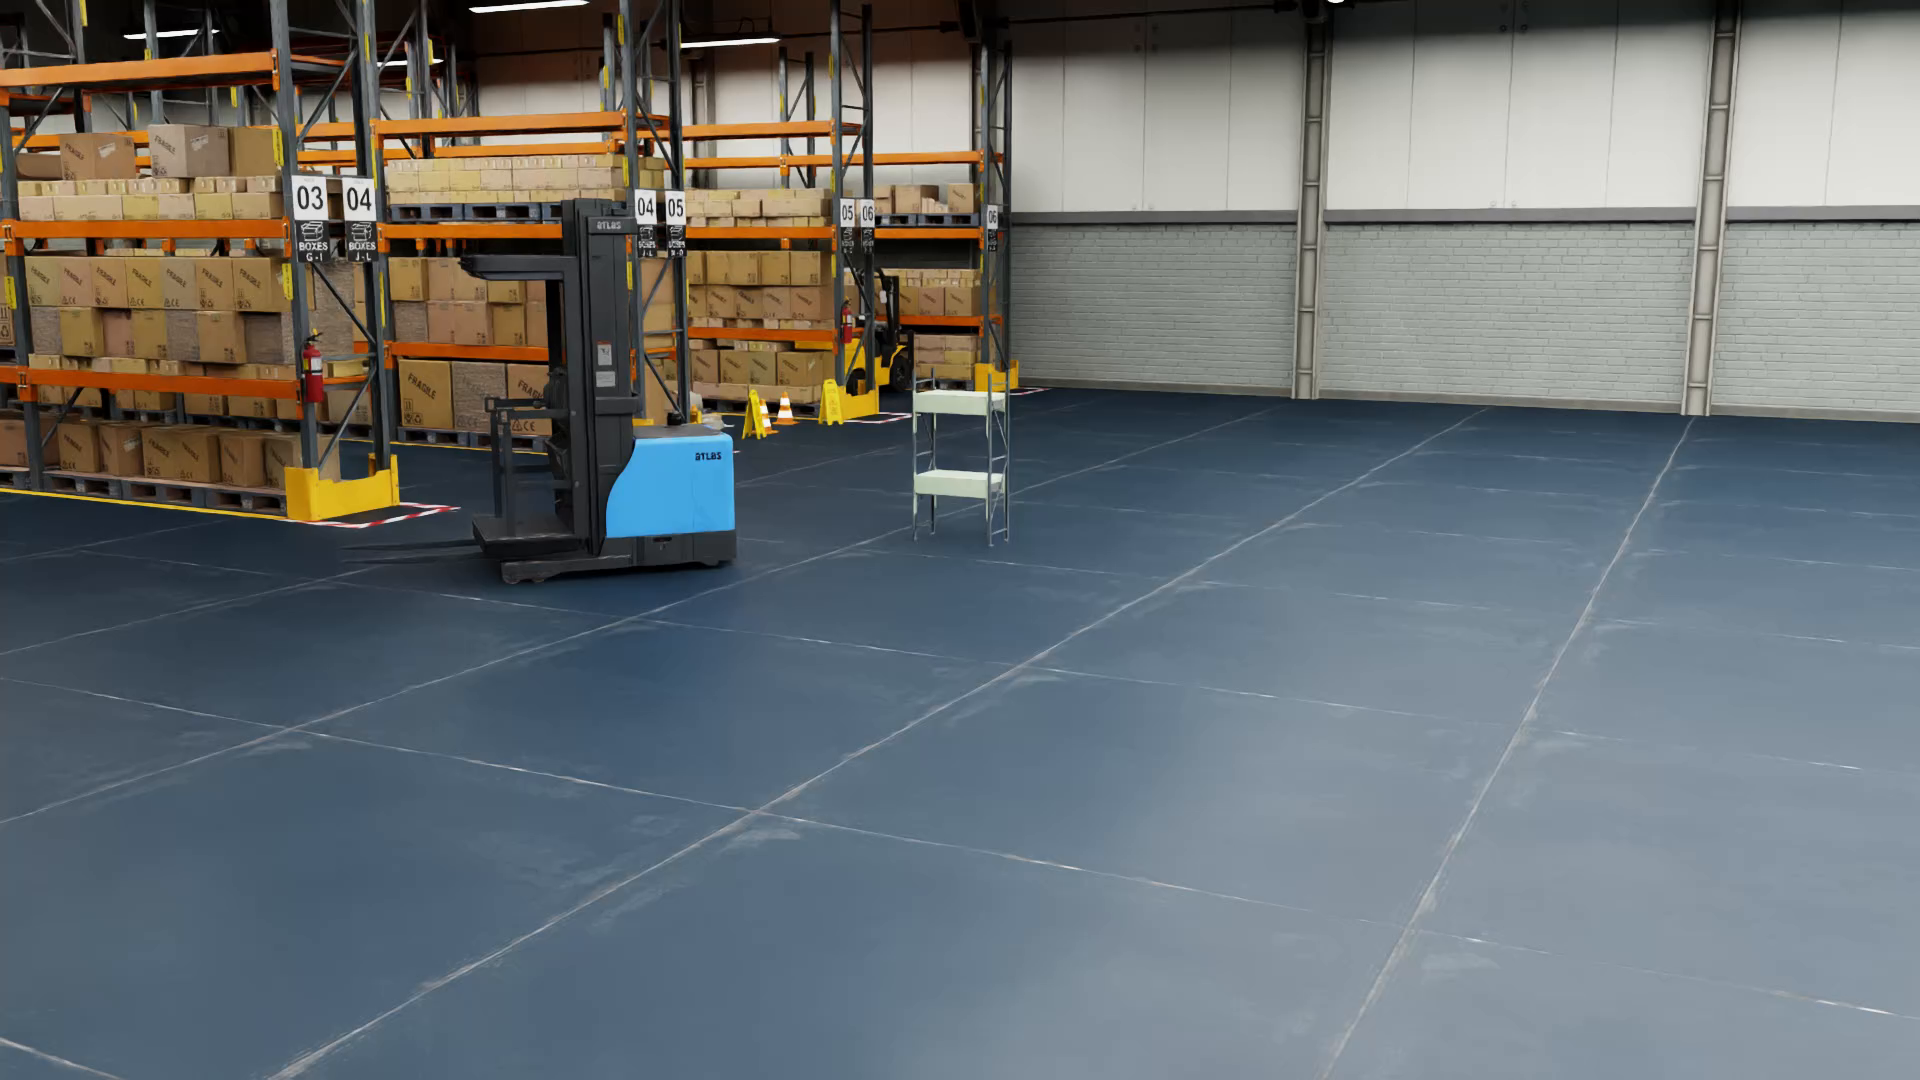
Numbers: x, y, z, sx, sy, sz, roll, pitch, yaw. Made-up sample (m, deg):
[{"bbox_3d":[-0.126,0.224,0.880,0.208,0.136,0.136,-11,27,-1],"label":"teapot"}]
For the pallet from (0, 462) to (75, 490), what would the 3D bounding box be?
[{"bbox_3d":[-10.235,-0.754,18.304,1.213,0.211,1.003,5,11,26],"label":"pallet"}]

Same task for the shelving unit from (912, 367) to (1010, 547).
[{"bbox_3d":[0.006,-0.737,14.594,0.755,1.500,0.431,5,11,26],"label":"shelving unit"}]

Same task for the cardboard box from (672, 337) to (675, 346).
[{"bbox_3d":[-4.656,-3.081,25.944,0.250,0.149,0.380,5,11,27],"label":"cardboard box"}]

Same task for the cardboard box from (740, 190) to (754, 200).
[{"bbox_3d":[-3.093,-5.174,24.940,0.250,0.149,0.380,5,11,24],"label":"cardboard box"}]

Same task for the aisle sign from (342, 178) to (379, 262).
[{"bbox_3d":[-5.761,-3.072,15.983,0.004,0.787,0.394,5,11,26],"label":"aisle sign"}]

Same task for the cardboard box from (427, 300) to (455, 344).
[{"bbox_3d":[-6.411,-2.856,21.668,0.550,0.550,0.875,5,11,26],"label":"cardboard box"}]

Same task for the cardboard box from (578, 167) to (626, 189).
[{"bbox_3d":[-4.226,-4.333,19.949,0.500,0.250,0.500,5,11,27],"label":"cardboard box"}]

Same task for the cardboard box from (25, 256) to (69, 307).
[{"bbox_3d":[-9.245,-2.677,17.173,0.500,0.500,0.500,5,11,26],"label":"cardboard box"}]

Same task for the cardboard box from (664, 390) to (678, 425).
[{"bbox_3d":[-4.259,-1.838,23.475,0.637,0.503,0.797,-2,11,-14],"label":"cardboard box"}]

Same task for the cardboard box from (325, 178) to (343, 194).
[{"bbox_3d":[-6.094,-3.407,16.011,0.250,0.149,0.380,5,11,25],"label":"cardboard box"}]

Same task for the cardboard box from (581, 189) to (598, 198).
[{"bbox_3d":[-4.337,-4.134,19.975,0.250,0.149,0.380,5,11,26],"label":"cardboard box"}]

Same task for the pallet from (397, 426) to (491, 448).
[{"bbox_3d":[-6.603,-1.405,21.899,1.213,0.211,1.003,5,11,26],"label":"pallet"}]

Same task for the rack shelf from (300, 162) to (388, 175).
[{"bbox_3d":[-11.926,-7.825,34.729,4.000,0.370,1.077,5,11,26],"label":"rack shelf"}]

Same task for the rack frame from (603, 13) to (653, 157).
[{"bbox_3d":[-5.151,-6.600,25.929,0.127,3.000,1.000,5,11,26],"label":"rack frame"}]

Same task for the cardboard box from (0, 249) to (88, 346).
[{"bbox_3d":[-10.187,-2.652,18.097,1.000,1.000,1.000,5,11,26],"label":"cardboard box"}]

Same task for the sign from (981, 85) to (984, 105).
[{"bbox_3d":[0.376,-7.491,28.006,0.005,0.325,0.100,5,11,26],"label":"sign"}]

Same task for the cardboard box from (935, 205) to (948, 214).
[{"bbox_3d":[-0.249,-5.751,28.905,0.250,0.149,0.380,5,11,24],"label":"cardboard box"}]

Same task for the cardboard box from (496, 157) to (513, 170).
[{"bbox_3d":[-5.484,-4.627,20.459,0.250,0.149,0.380,5,11,26],"label":"cardboard box"}]

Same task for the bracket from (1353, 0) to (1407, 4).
[{"bbox_3d":[8.325,-8.281,25.112,4.783,0.066,0.076,5,11,26],"label":"bracket"}]

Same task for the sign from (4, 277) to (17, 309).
[{"bbox_3d":[-9.778,-2.546,17.124,0.005,0.325,0.100,5,11,26],"label":"sign"}]

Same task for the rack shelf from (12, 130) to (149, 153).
[{"bbox_3d":[-12.631,-5.723,24.229,4.000,0.370,1.077,5,11,26],"label":"rack shelf"}]

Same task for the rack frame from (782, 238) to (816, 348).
[{"bbox_3d":[-2.958,-4.441,30.845,0.127,3.000,1.000,5,11,26],"label":"rack frame"}]

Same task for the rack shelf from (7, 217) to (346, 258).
[{"bbox_3d":[-7.742,-3.030,16.644,4.000,0.370,1.077,5,11,26],"label":"rack shelf"}]

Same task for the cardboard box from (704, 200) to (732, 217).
[{"bbox_3d":[-3.514,-4.998,25.086,0.500,0.250,0.500,5,11,26],"label":"cardboard box"}]

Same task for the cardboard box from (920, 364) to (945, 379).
[{"bbox_3d":[-0.374,-3.007,29.462,0.500,0.250,0.500,5,11,26],"label":"cardboard box"}]

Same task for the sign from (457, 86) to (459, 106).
[{"bbox_3d":[-8.507,-7.501,28.063,0.005,0.325,0.100,5,11,26],"label":"sign"}]

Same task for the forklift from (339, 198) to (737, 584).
[{"bbox_3d":[-3.386,-1.209,13.180,3.031,2.935,1.130,-4,11,-21],"label":"forklift"}]

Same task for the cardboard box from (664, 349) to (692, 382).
[{"bbox_3d":[-4.256,-2.741,25.886,0.500,0.500,0.500,6,12,28],"label":"cardboard box"}]

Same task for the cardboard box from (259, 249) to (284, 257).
[{"bbox_3d":[-12.494,-5.205,30.157,0.250,0.149,0.380,5,11,25],"label":"cardboard box"}]

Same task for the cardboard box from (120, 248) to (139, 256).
[{"bbox_3d":[-15.450,-5.372,31.082,0.250,0.149,0.380,5,12,27],"label":"cardboard box"}]

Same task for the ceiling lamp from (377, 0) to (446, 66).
[{"bbox_3d":[-10.353,-10.479,30.970,2.000,3.185,0.800,5,11,26],"label":"ceiling lamp"}]

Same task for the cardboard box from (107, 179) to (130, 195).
[{"bbox_3d":[-8.195,-3.492,16.481,0.250,0.149,0.380,5,11,25],"label":"cardboard box"}]

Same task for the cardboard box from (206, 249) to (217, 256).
[{"bbox_3d":[-13.385,-5.189,30.066,0.250,0.149,0.380,5,11,25],"label":"cardboard box"}]

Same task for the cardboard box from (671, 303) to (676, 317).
[{"bbox_3d":[-4.419,-3.728,25.792,0.500,0.500,0.500,5,11,26],"label":"cardboard box"}]

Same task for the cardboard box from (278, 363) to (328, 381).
[{"bbox_3d":[-6.296,-1.616,15.941,0.250,0.149,0.380,5,11,26],"label":"cardboard box"}]

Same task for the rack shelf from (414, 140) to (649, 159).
[{"bbox_3d":[-6.945,-6.207,26.899,4.000,0.370,1.077,5,11,26],"label":"rack shelf"}]

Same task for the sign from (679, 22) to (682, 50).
[{"bbox_3d":[-3.412,-6.112,20.165,0.005,0.325,0.100,5,11,26],"label":"sign"}]

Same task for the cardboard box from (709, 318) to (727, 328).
[{"bbox_3d":[-3.629,-3.331,25.415,0.250,0.149,0.380,5,11,26],"label":"cardboard box"}]

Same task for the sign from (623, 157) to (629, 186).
[{"bbox_3d":[-3.916,-4.321,19.498,0.005,0.325,0.100,5,11,26],"label":"sign"}]

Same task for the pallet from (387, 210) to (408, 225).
[{"bbox_3d":[-8.095,-4.296,22.157,1.217,0.209,0.805,5,11,24],"label":"pallet"}]

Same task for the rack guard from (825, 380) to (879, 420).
[{"bbox_3d":[-1.632,-2.109,24.977,0.348,0.500,1.175,5,11,26],"label":"rack guard"}]

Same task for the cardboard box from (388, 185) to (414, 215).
[{"bbox_3d":[-9.143,-5.702,27.922,0.637,0.503,0.797,4,11,22],"label":"cardboard box"}]

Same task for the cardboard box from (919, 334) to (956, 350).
[{"bbox_3d":[-0.383,-3.497,29.364,0.500,0.250,0.500,5,12,27],"label":"cardboard box"}]

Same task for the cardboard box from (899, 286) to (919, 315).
[{"bbox_3d":[-0.849,-4.254,29.534,0.500,0.500,0.500,5,11,25],"label":"cardboard box"}]

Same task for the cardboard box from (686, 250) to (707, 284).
[{"bbox_3d":[-3.966,-4.179,25.472,0.500,0.500,0.700,5,11,25],"label":"cardboard box"}]

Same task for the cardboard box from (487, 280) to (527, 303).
[{"bbox_3d":[-5.488,-3.290,21.033,0.500,0.550,0.875,5,11,26],"label":"cardboard box"}]

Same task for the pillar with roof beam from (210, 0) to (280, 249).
[{"bbox_3d":[-17.644,-8.007,33.706,0.548,9.000,9.100,5,11,26],"label":"pillar with roof beam"}]

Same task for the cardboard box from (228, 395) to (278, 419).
[{"bbox_3d":[-9.546,-2.133,23.233,0.750,0.750,1.050,5,11,27],"label":"cardboard box"}]

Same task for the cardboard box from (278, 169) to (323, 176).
[{"bbox_3d":[-9.155,-4.853,22.961,0.500,0.500,0.500,5,11,26],"label":"cardboard box"}]

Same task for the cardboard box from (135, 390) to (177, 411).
[{"bbox_3d":[-11.544,-2.151,24.034,0.500,0.500,0.500,5,11,26],"label":"cardboard box"}]

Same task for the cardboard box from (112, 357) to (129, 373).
[{"bbox_3d":[-8.344,-1.782,16.859,0.250,0.149,0.380,5,11,26],"label":"cardboard box"}]

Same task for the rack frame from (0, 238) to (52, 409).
[{"bbox_3d":[-14.425,-3.480,25.534,0.127,3.000,1.000,5,11,26],"label":"rack frame"}]

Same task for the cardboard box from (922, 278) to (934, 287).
[{"bbox_3d":[-0.471,-4.544,29.310,0.250,0.149,0.380,5,11,25],"label":"cardboard box"}]

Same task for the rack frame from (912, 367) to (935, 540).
[{"bbox_3d":[-0.322,-0.766,14.753,0.023,1.500,0.400,5,11,26],"label":"rack frame"}]

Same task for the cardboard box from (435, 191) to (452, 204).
[{"bbox_3d":[-6.394,-4.315,20.971,0.250,0.149,0.380,5,11,25],"label":"cardboard box"}]

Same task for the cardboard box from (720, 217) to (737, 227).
[{"bbox_3d":[-3.405,-4.782,25.015,0.250,0.149,0.380,5,11,25],"label":"cardboard box"}]

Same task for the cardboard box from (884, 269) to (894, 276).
[{"bbox_3d":[-1.164,-4.755,29.643,0.250,0.149,0.380,5,11,27],"label":"cardboard box"}]

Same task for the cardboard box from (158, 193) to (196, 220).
[{"bbox_3d":[-7.399,-3.230,16.154,0.500,0.250,0.500,5,12,27],"label":"cardboard box"}]
